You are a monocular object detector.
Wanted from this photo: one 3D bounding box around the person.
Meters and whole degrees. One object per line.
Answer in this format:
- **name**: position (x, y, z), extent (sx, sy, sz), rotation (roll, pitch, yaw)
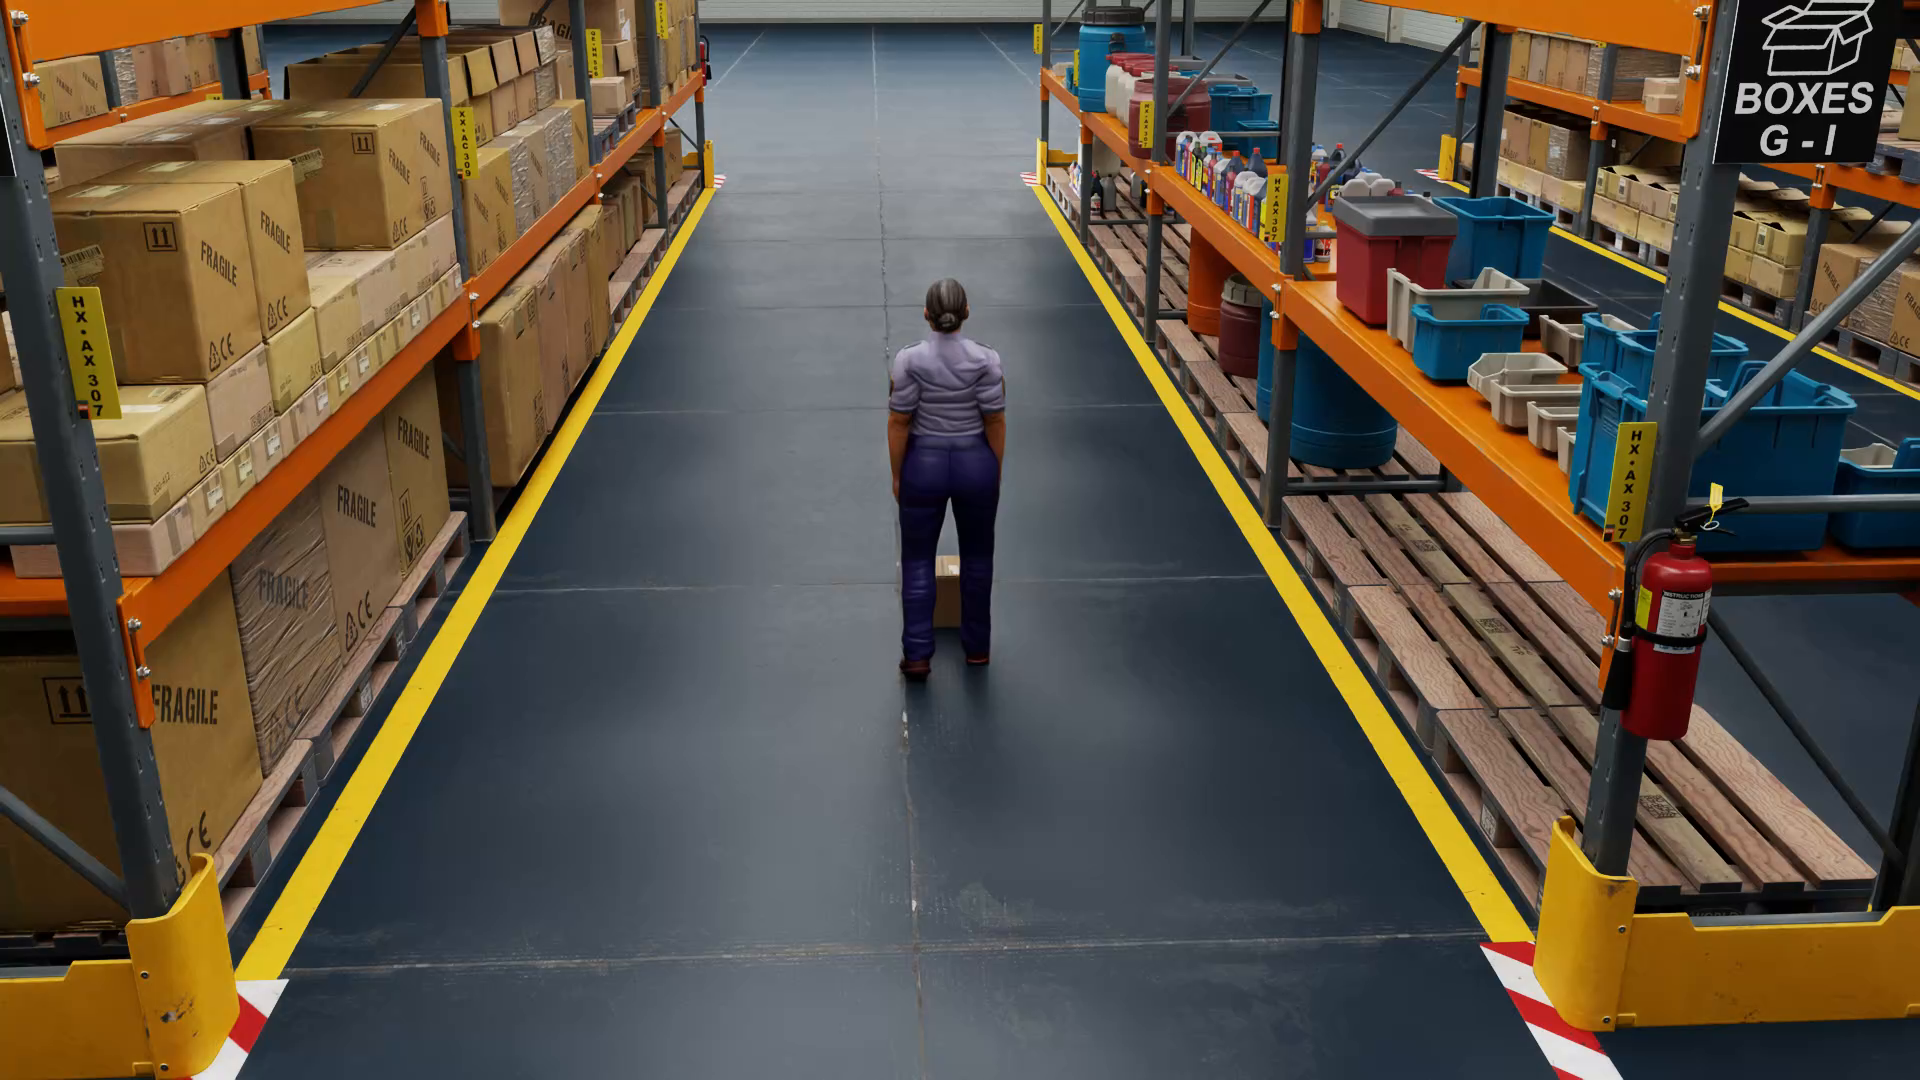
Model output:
- **person**: position (-0.055, -0.240, 6.795), extent (0.473, 1.688, 0.433), rotation (-1, 21, -2)
